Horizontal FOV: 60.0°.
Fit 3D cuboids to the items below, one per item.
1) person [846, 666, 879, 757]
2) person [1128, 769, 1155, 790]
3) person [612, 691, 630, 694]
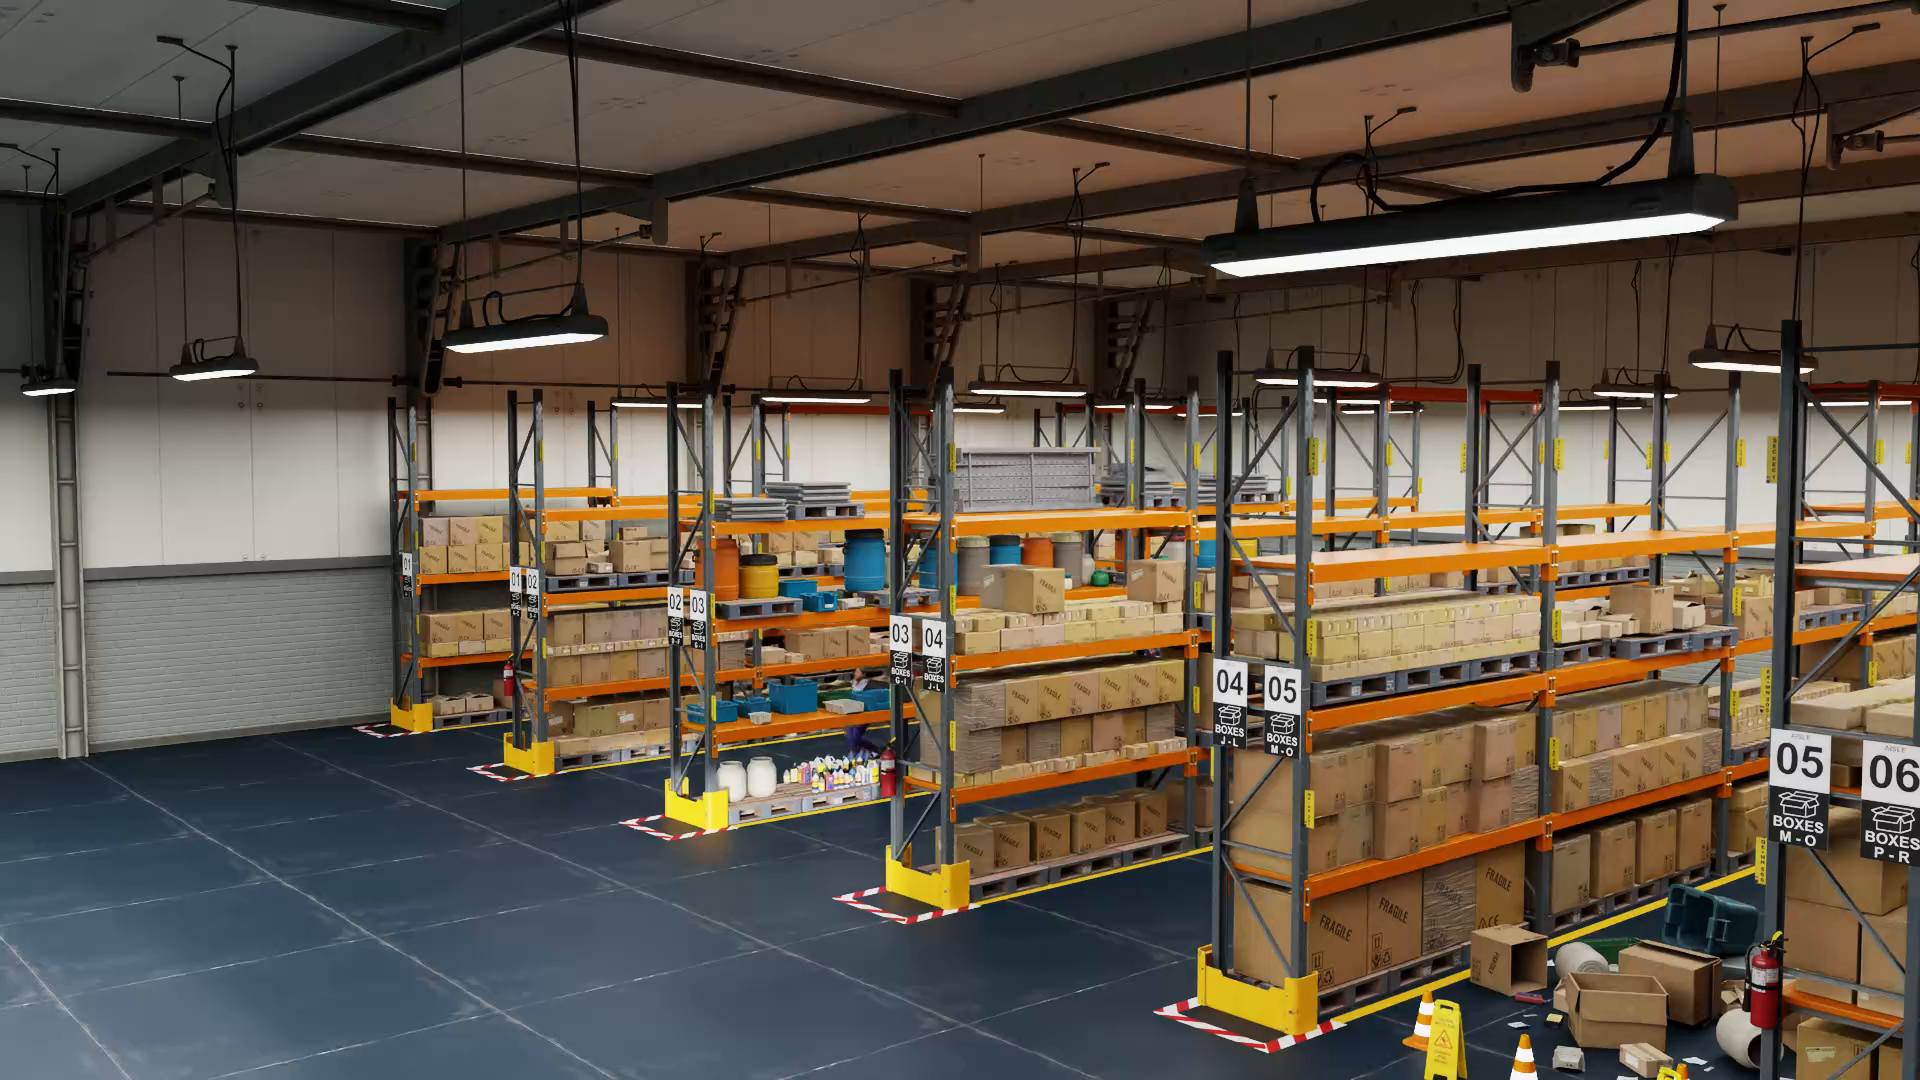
[{"bbox_3d":[-1.612,2.814,26.565,0.568,1.598,0.602,-3,4,-41],"label":"person"},{"bbox_3d":[2.591,2.908,23.701,0.728,1.748,0.869,2,4,37],"label":"person"},{"bbox_3d":[-5.973,2.546,29.585,0.904,1.817,0.674,-3,5,-44],"label":"person"}]
